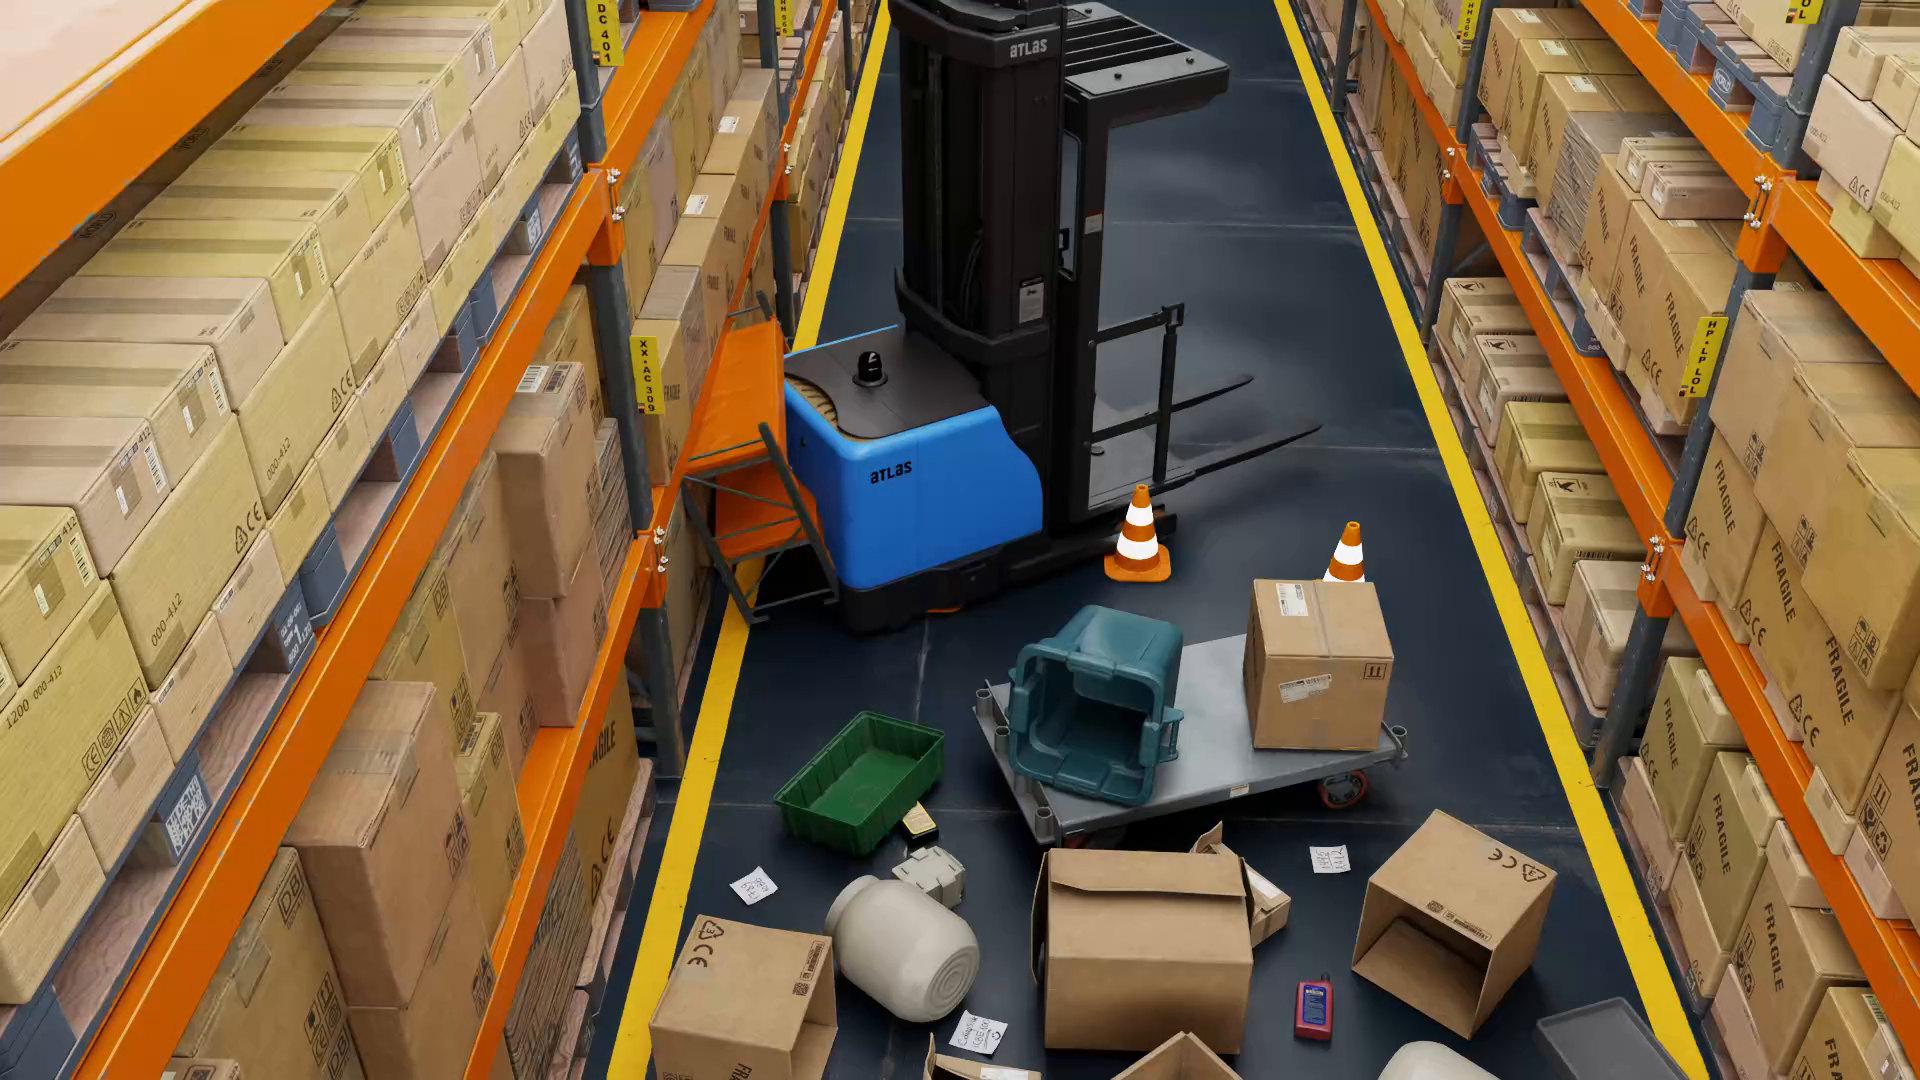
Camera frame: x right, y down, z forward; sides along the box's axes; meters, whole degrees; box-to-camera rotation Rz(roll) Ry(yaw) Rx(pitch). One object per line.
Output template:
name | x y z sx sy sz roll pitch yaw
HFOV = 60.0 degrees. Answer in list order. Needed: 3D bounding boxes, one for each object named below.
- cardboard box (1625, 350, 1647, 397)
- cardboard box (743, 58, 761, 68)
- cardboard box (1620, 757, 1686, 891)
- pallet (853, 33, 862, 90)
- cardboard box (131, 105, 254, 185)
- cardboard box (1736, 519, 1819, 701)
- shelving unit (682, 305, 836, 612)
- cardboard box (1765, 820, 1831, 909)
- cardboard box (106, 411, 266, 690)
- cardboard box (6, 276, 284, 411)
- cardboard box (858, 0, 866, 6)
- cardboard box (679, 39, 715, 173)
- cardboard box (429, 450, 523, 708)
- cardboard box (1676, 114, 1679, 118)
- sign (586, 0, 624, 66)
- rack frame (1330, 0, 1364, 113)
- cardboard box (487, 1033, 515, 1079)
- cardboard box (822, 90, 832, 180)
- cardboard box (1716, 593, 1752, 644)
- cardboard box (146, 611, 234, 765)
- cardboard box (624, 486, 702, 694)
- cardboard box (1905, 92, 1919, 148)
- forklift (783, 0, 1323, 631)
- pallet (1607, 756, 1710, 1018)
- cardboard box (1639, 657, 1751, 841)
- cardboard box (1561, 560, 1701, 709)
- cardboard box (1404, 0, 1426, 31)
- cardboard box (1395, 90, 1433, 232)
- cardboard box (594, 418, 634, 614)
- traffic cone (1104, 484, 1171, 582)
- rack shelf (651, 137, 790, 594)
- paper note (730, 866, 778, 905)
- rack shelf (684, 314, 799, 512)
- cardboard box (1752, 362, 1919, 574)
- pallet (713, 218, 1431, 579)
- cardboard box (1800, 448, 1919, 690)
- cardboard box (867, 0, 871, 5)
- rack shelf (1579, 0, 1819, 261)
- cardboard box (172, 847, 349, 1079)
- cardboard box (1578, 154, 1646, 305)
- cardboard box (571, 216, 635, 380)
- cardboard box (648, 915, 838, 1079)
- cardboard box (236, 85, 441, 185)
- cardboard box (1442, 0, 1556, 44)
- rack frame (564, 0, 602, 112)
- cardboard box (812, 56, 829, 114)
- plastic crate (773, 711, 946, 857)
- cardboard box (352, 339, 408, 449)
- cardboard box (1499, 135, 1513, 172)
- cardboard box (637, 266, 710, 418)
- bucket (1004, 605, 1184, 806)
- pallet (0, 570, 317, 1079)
cardboard box | 3.017 -0.697 6.933 0.380 0.149 0.250 0 35 0
cardboard box | -1.326 -2.851 9.997 0.380 0.149 0.250 1 35 1
cardboard box | 2.950 1.111 6.533 0.500 0.250 0.500 0 35 0
pallet | -1.393 -4.074 14.308 1.003 0.211 1.213 1 35 2
cardboard box | -2.044 -0.878 4.147 0.500 0.250 0.500 1 35 1
cardboard box | 2.951 0.197 5.460 0.500 0.500 0.500 1 35 2
shelving unit | -0.982 -0.395 7.989 0.538 0.981 1.030 -15 43 6
cardboard box | 2.859 1.059 5.390 0.380 0.149 0.250 3 35 5
cardboard box | -1.572 0.003 2.893 0.500 0.250 0.500 1 35 1
cardboard box | -1.494 -0.365 3.071 0.380 0.149 0.250 1 35 1
cardboard box | -1.035 -4.900 14.915 0.380 0.149 0.250 1 35 2
cardboard box | -1.611 -2.137 8.171 0.700 0.500 0.500 1 35 1
cardboard box | -1.820 0.102 4.872 0.875 0.550 0.550 1 35 2
cardboard box | 3.635 -1.953 8.155 0.500 0.500 0.500 -1 35 -1
sign | -1.152 -1.691 5.366 0.100 0.325 0.005 1 35 2
rack frame | 3.565 -4.772 12.876 1.000 3.000 0.127 1 35 2
cardboard box | -1.872 1.867 4.913 0.875 0.875 0.875 1 35 1
cardboard box | -1.209 -2.957 12.103 0.500 0.500 0.500 1 35 1
cardboard box | 2.952 0.247 5.953 0.380 0.149 0.250 2 35 3
cardboard box | -1.513 0.249 2.890 0.380 0.149 0.250 1 35 2
cardboard box | -1.771 0.158 7.453 1.050 0.750 0.750 1 35 2
cardboard box | 2.904 -1.151 4.641 0.380 0.149 0.250 0 35 0
forklift | 0.539 -1.345 8.137 3.031 2.843 1.129 -19 39 -24
pallet | 3.252 1.352 6.588 1.003 0.211 1.213 1 35 2
cardboard box | 2.950 0.804 6.317 0.500 0.500 0.500 3 35 4
cardboard box | 3.262 0.427 7.400 0.950 0.372 0.625 2 35 2
cardboard box | 3.187 -3.490 10.749 0.500 0.250 0.500 0 35 1
cardboard box | 3.555 -2.683 11.388 0.875 0.875 0.875 2 35 2
cardboard box | -1.709 -0.081 6.071 0.875 0.550 0.550 1 35 2
traffic cone | 0.907 -0.072 8.396 0.336 0.463 0.334 1 35 2
rack shelf | -1.626 -1.086 8.258 1.077 0.370 4.000 1 35 2
paper note | -0.828 1.390 6.691 0.147 0.020 0.142 -24 42 -30
rack shelf | -1.058 -0.598 7.792 0.538 0.278 1.000 -15 43 6
cardboard box | 3.126 -0.408 5.017 1.020 1.000 0.508 2 35 2
pallet | 0.904 -1.011 9.951 6.107 0.211 4.108 1 35 2
cardboard box | 2.920 0.082 4.756 0.700 0.500 0.500 1 35 1
cardboard box | -1.018 -5.078 15.426 0.380 0.149 0.250 2 35 3
rack shelf | 3.324 -2.257 7.316 1.077 0.370 4.000 1 35 2
cardboard box | -1.883 1.033 3.548 0.875 0.550 0.550 1 35 2
cardboard box | 3.079 -1.362 7.314 0.500 0.500 0.500 2 35 4
cardboard box | -1.692 -0.967 6.506 0.700 0.500 0.500 1 35 1
cardboard box | -0.743 1.706 5.832 0.500 0.500 0.500 7 36 10
cardboard box | -1.454 -0.952 3.906 0.380 0.149 0.250 1 35 1
cardboard box | 3.164 -3.227 9.721 0.500 0.500 0.500 0 35 1
rack frame | -1.706 -2.686 4.691 1.000 3.000 0.127 1 35 2
cardboard box | -1.203 -3.251 11.869 0.500 0.250 0.500 0 35 0
plastic crate | -0.404 1.025 7.023 0.450 0.188 0.662 11 35 32
cardboard box | -1.473 -0.332 3.716 0.380 0.149 0.250 2 35 2
cardboard box | 3.104 -2.042 8.846 0.380 0.149 0.250 -1 35 -1
cardboard box | -1.397 -0.858 7.222 0.500 0.500 0.500 2 35 2
bucket | 0.592 0.617 6.734 0.726 0.611 0.620 13 27 18
pallet | -1.848 0.449 2.916 1.003 0.211 1.213 1 35 2
